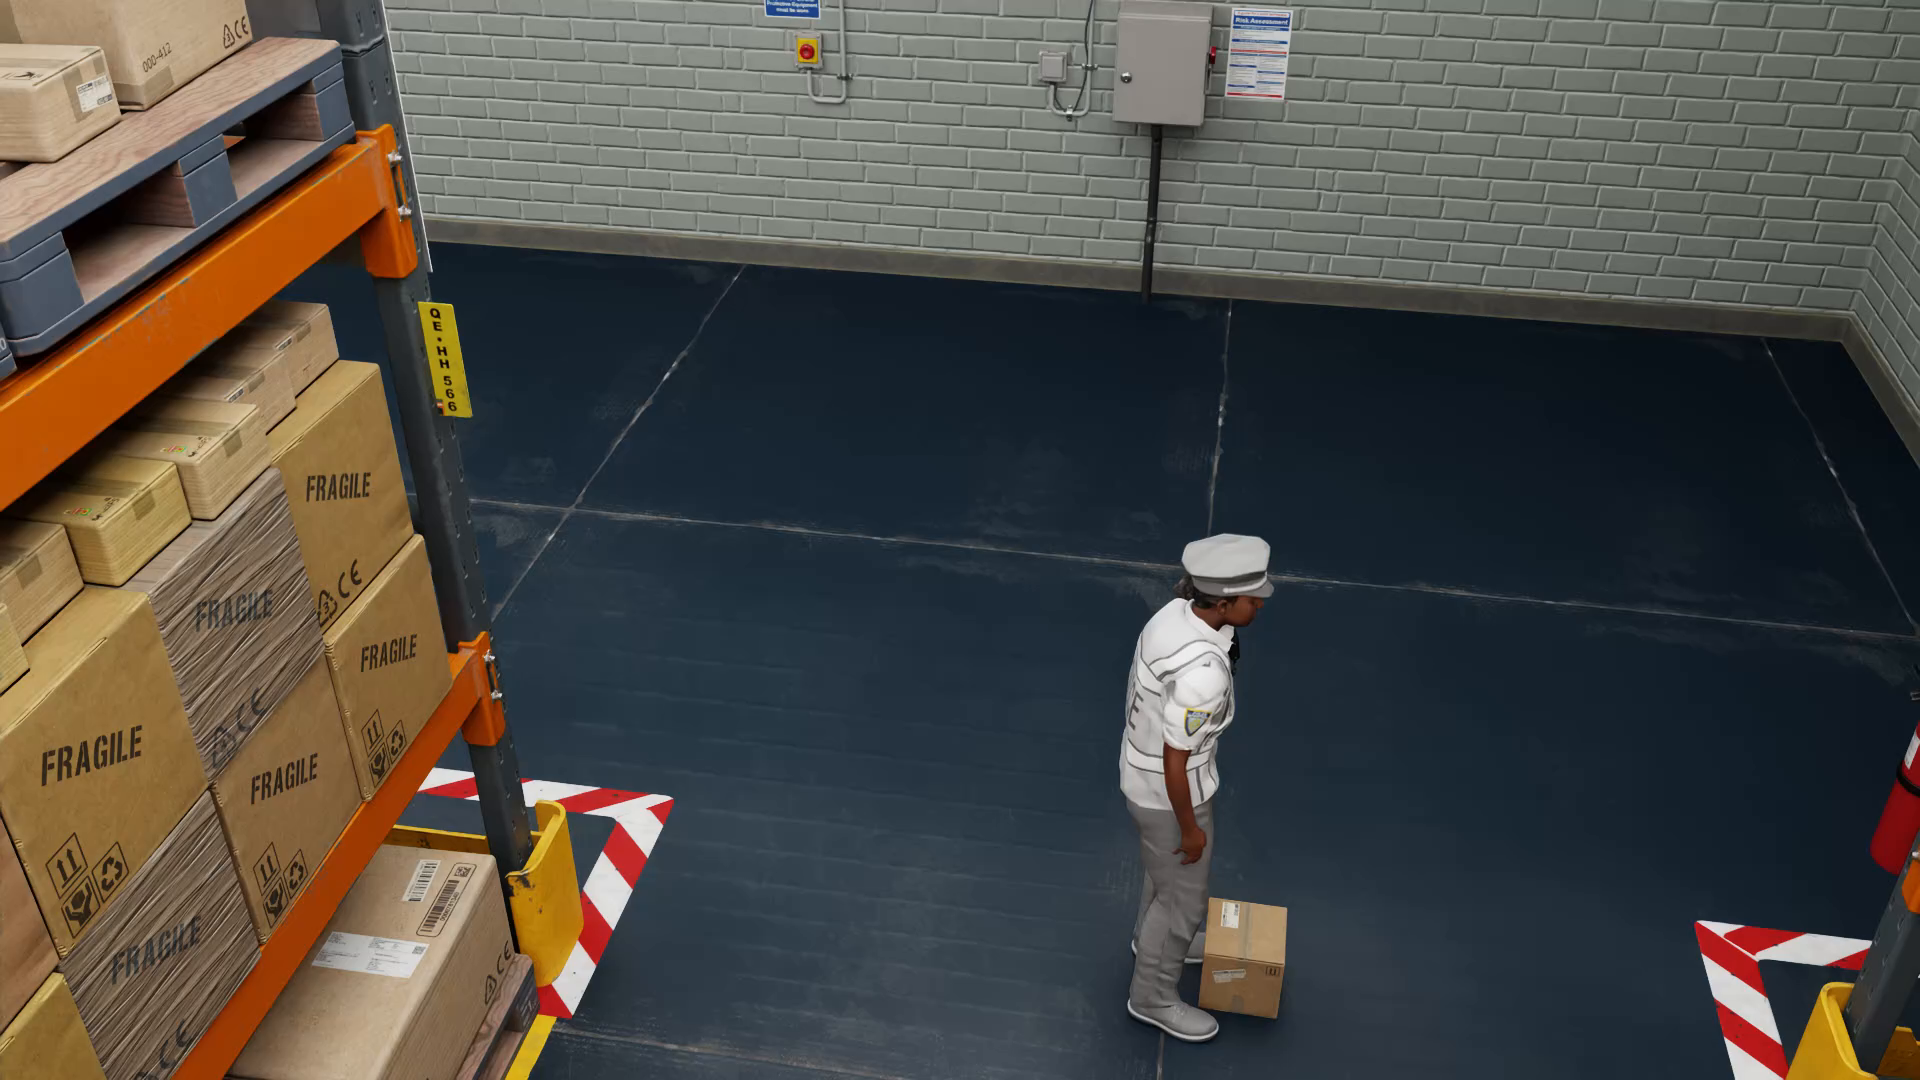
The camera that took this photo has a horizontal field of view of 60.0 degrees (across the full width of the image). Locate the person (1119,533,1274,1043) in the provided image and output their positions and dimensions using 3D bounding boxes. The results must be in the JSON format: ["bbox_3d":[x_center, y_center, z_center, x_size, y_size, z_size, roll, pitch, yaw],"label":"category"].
[{"bbox_3d":[0.673,0.734,4.990,0.395,1.658,0.523,3,33,5],"label":"person"}]
